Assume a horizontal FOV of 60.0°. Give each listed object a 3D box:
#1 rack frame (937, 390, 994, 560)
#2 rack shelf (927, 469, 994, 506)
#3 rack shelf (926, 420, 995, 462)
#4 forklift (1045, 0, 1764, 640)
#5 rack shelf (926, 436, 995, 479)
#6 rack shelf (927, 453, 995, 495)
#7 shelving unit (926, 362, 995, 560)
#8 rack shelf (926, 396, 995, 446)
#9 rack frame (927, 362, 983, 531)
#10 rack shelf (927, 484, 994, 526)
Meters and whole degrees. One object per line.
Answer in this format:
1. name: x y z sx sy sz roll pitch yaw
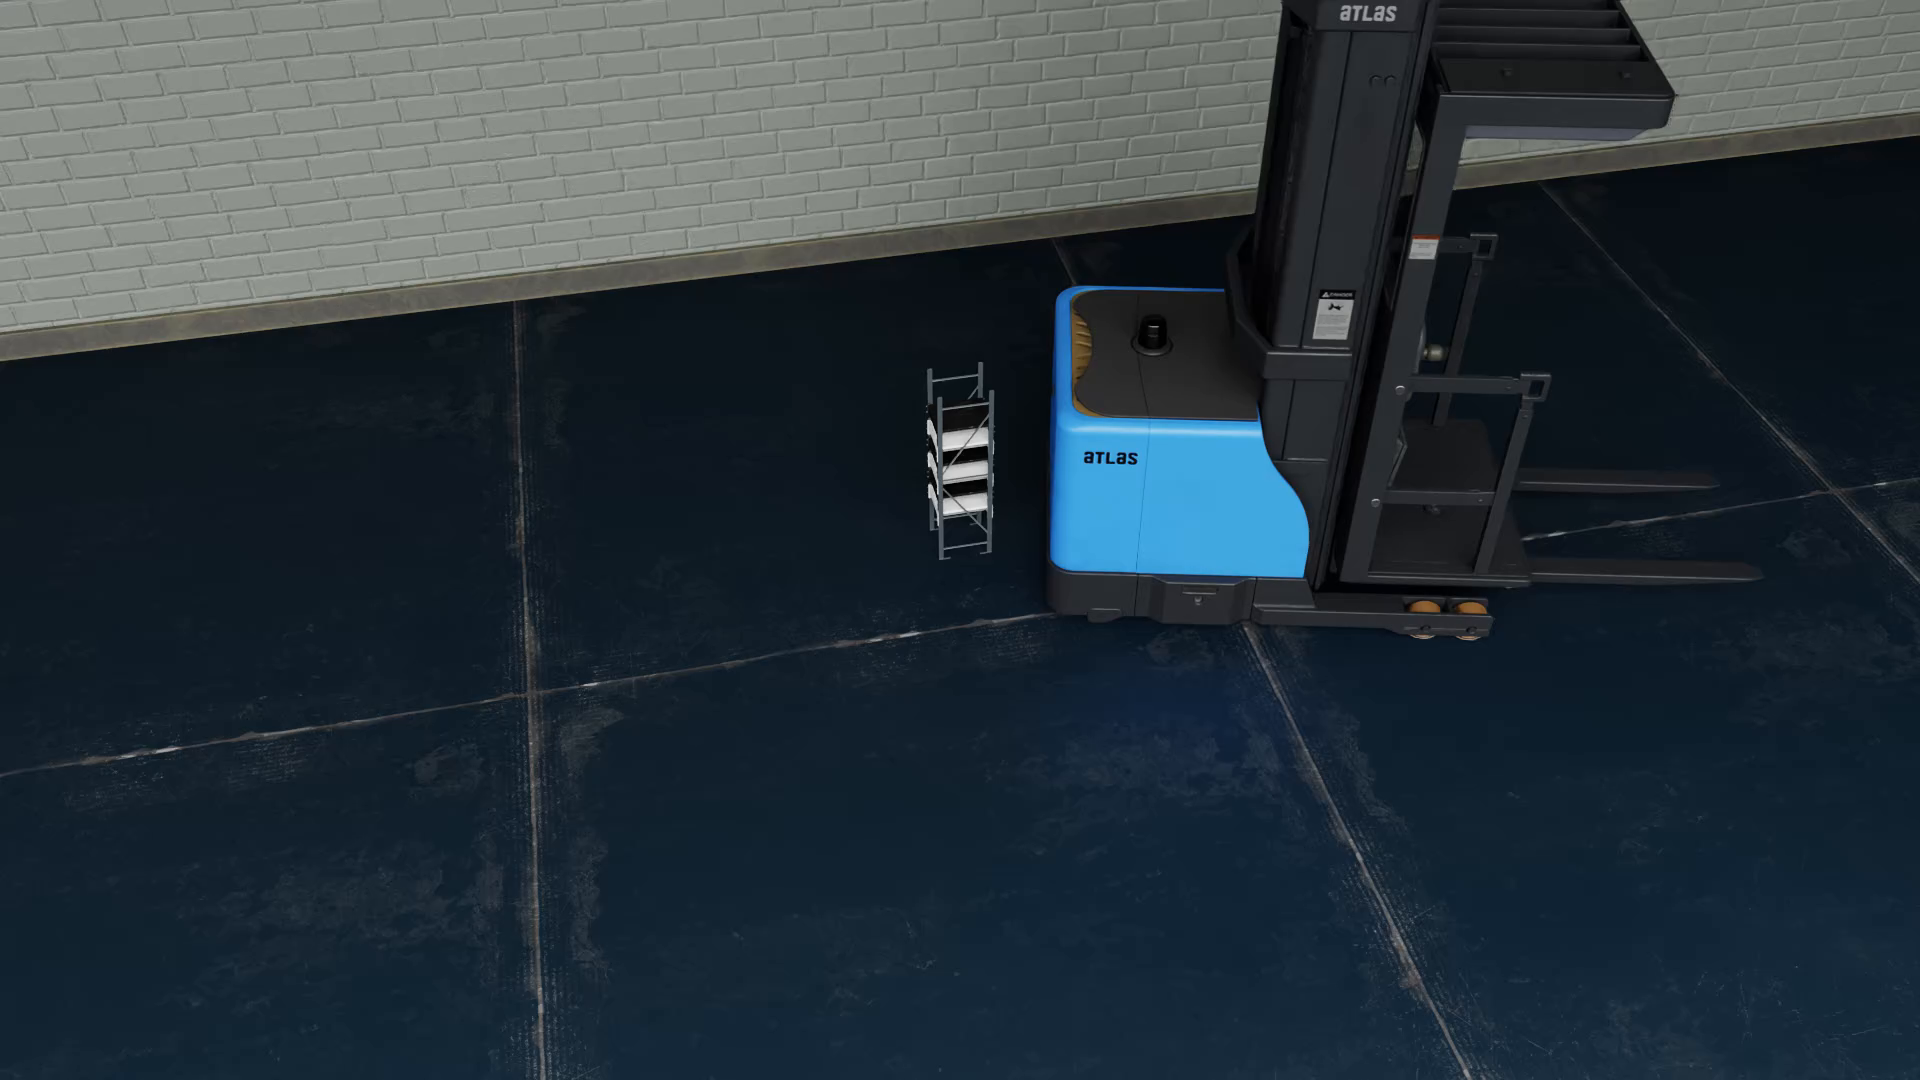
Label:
1. rack frame: 0.024 -0.265 7.153 0.240 0.900 0.006 -8 42 -9
2. rack shelf: 0.002 -0.239 7.309 0.258 0.077 0.200 -8 42 -9
3. rack shelf: 0.002 -0.441 7.130 0.258 0.077 0.200 -8 42 -9
4. forklift: 1.895 -1.034 6.489 3.031 2.935 1.130 2 42 2
5. rack shelf: 0.002 -0.374 7.189 0.258 0.077 0.200 -8 42 -9
6. rack shelf: 0.002 -0.306 7.249 0.258 0.077 0.200 -8 42 -9
7. shelving unit: 0.002 -0.331 7.227 0.258 0.900 0.210 -8 42 -9
8. rack shelf: 0.002 -0.508 7.070 0.258 0.077 0.200 -8 42 -9
9. rack frame: -0.020 -0.397 7.301 0.240 0.900 0.006 -8 42 -9
10. rack shelf: 0.002 -0.172 7.369 0.258 0.077 0.200 -8 42 -9
